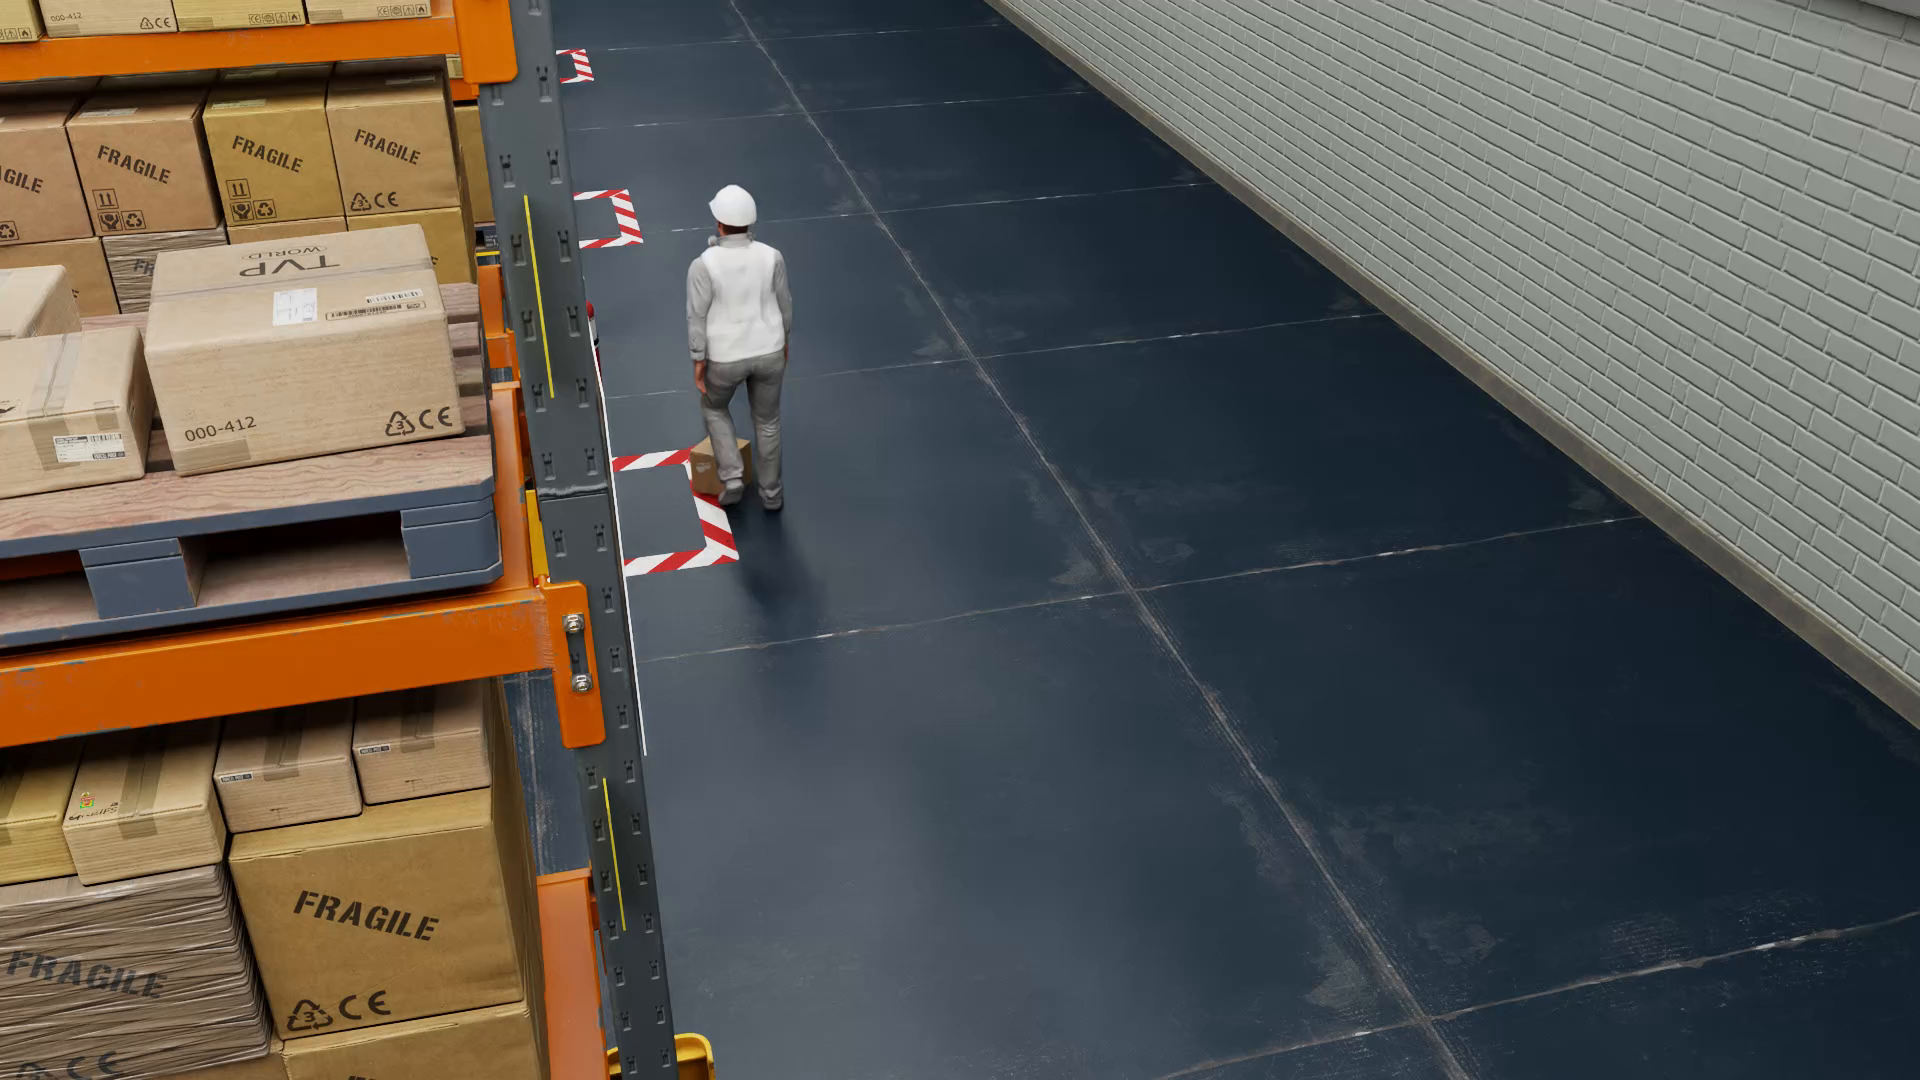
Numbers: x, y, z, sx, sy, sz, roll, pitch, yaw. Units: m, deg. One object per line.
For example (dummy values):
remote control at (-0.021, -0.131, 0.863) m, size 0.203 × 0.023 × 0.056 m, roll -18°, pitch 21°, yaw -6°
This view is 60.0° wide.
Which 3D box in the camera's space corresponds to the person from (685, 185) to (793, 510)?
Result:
person at (-1.158, -0.984, 8.810) m, size 0.585 × 1.813 × 0.471 m, roll -10°, pitch 32°, yaw -17°
